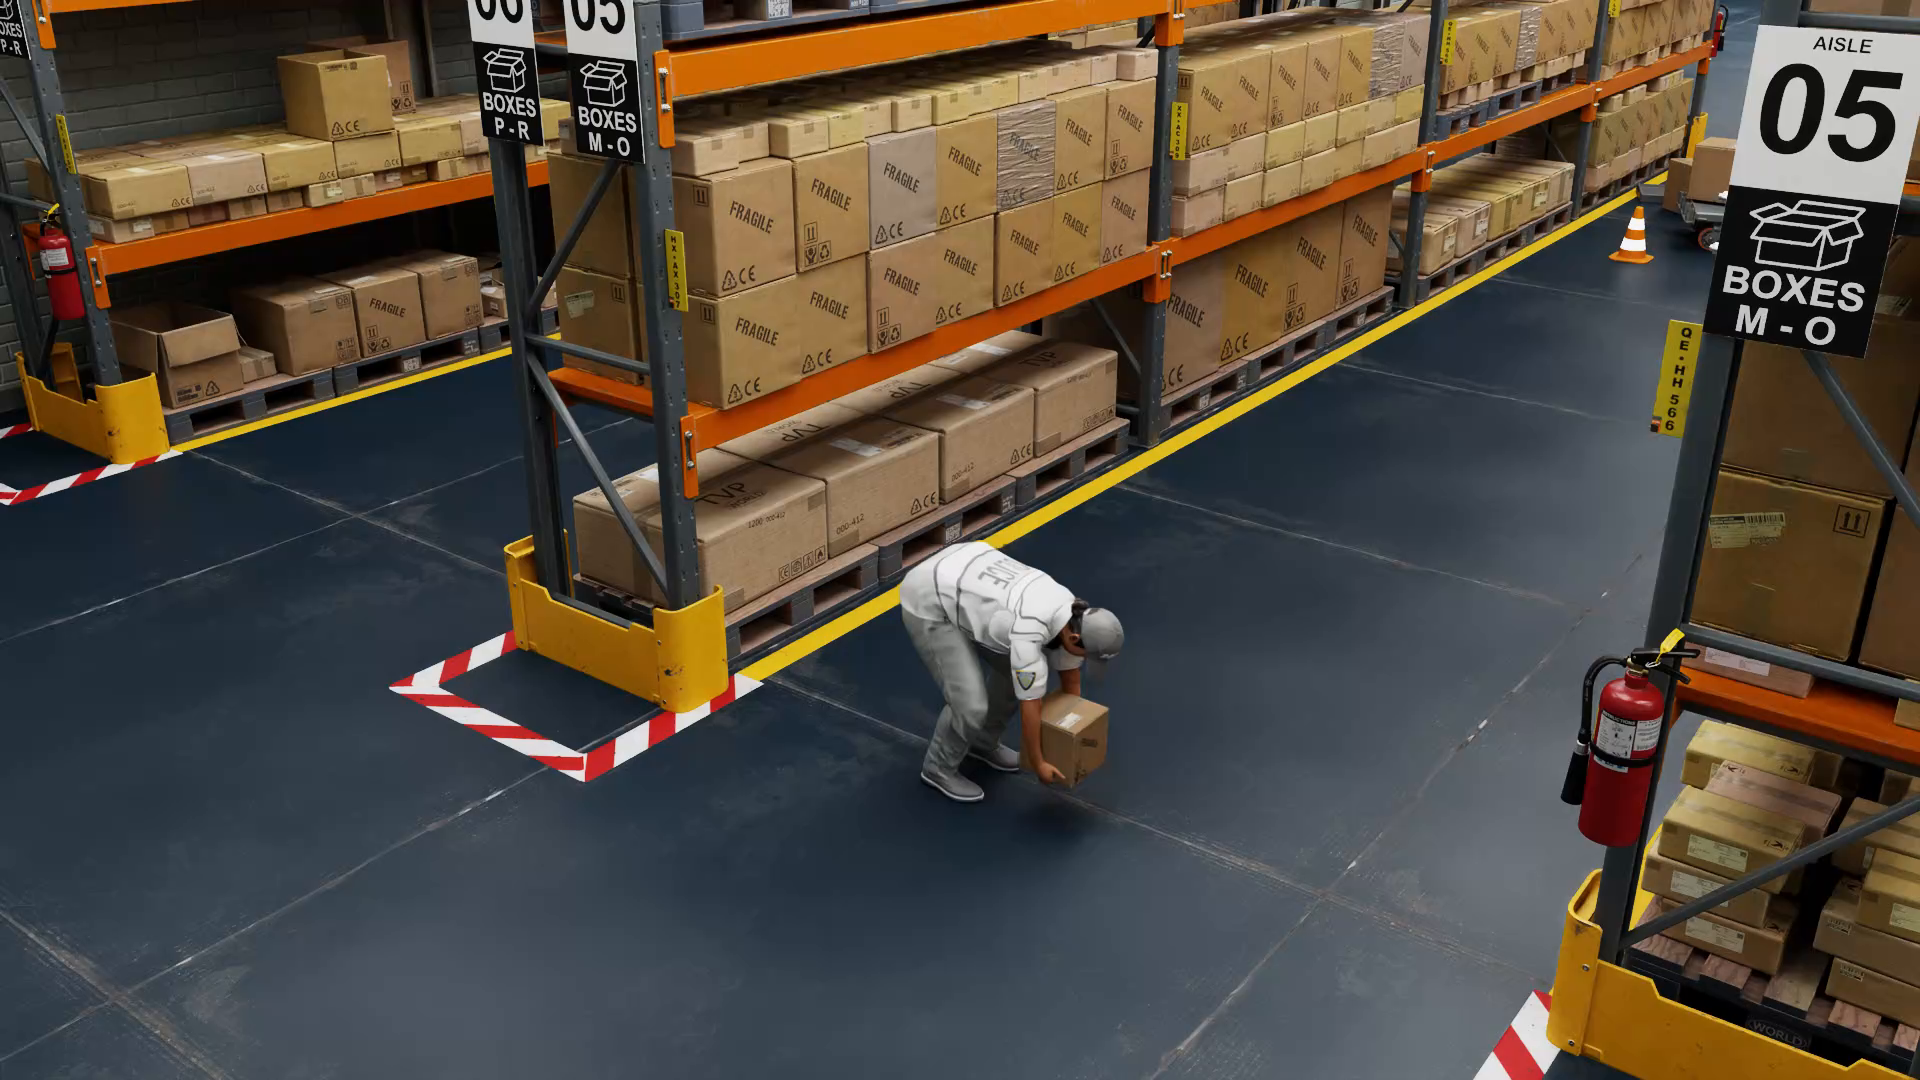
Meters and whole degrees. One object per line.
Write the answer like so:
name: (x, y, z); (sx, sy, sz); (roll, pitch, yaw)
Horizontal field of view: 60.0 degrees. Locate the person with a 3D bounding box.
person: (0.210, 0.557, 6.627); (0.951, 1.025, 0.494); (15, 28, 31)
